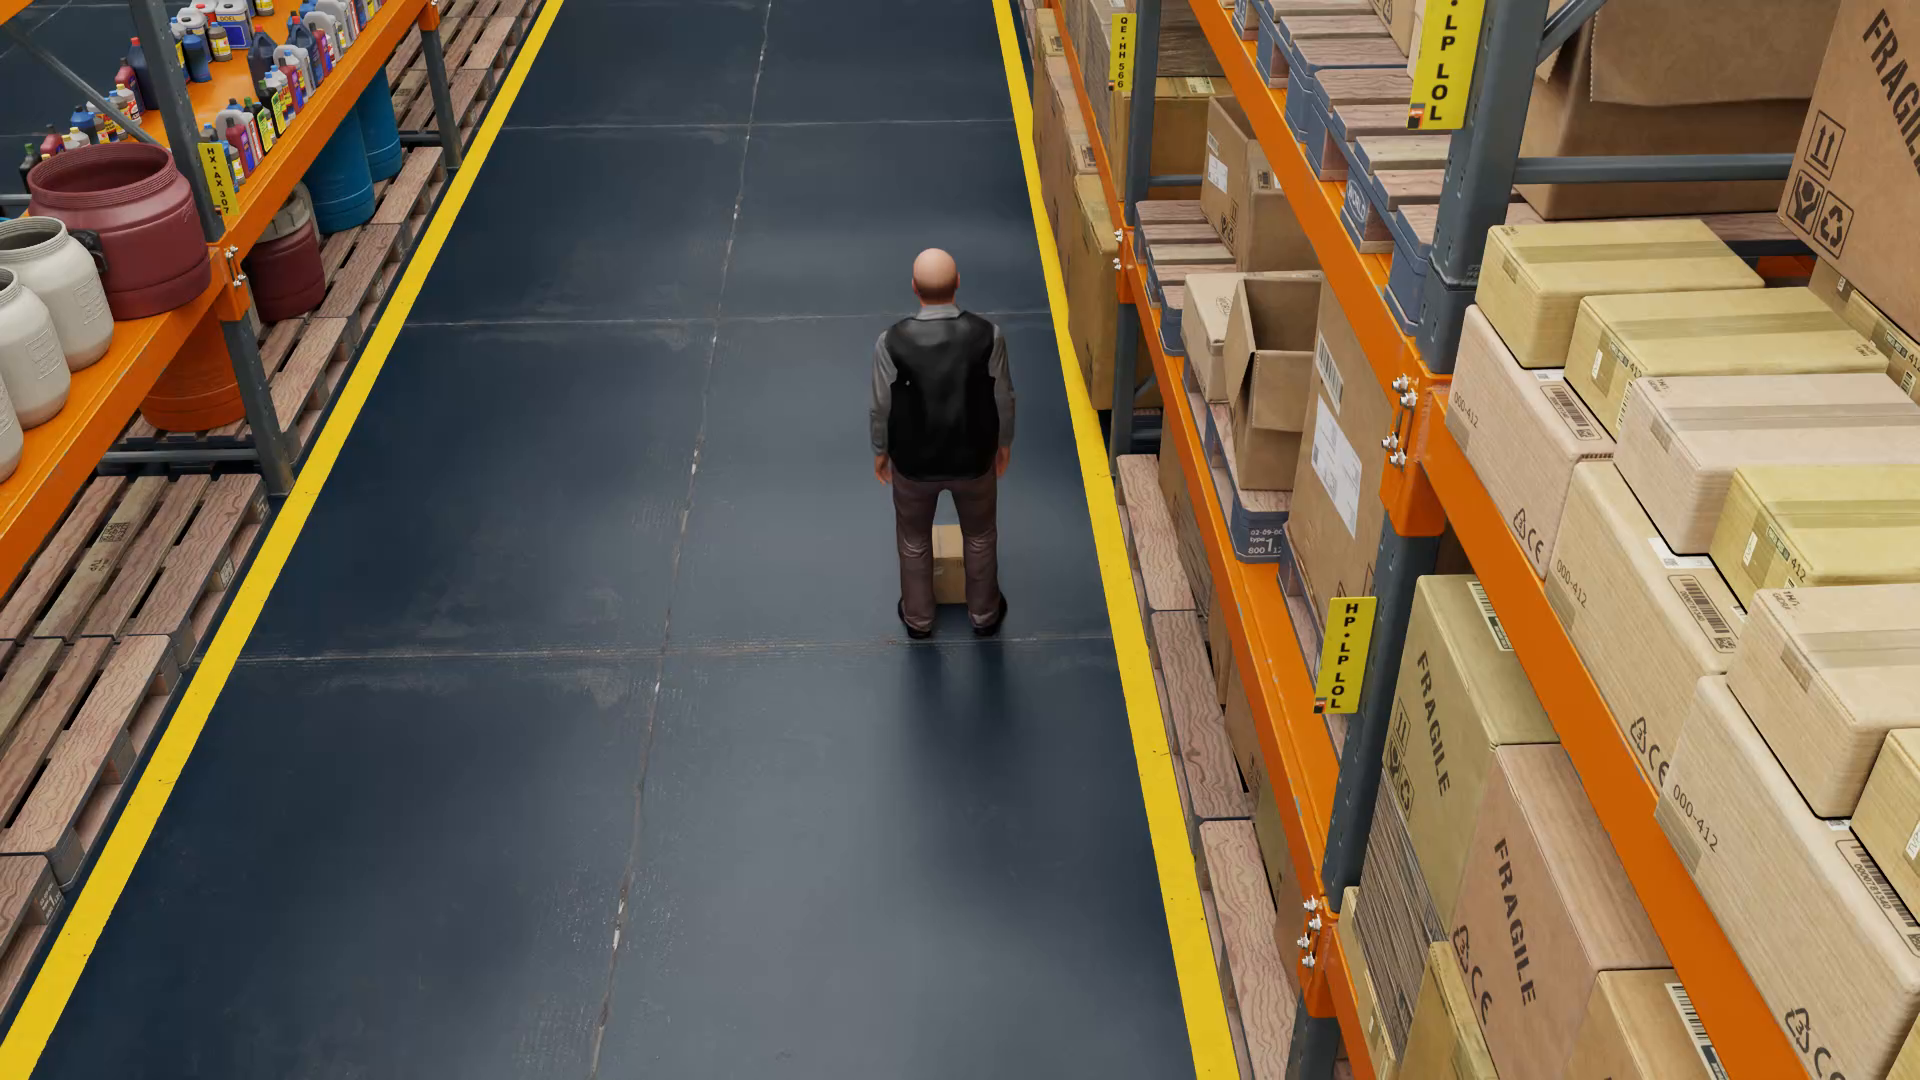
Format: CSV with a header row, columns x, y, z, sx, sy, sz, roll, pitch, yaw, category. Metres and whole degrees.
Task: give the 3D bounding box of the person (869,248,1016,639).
x,y,z,sx,sy,sz,roll,pitch,yaw,category
-0.069,-0.332,6.642,0.578,1.719,0.425,-3,35,-4,person
